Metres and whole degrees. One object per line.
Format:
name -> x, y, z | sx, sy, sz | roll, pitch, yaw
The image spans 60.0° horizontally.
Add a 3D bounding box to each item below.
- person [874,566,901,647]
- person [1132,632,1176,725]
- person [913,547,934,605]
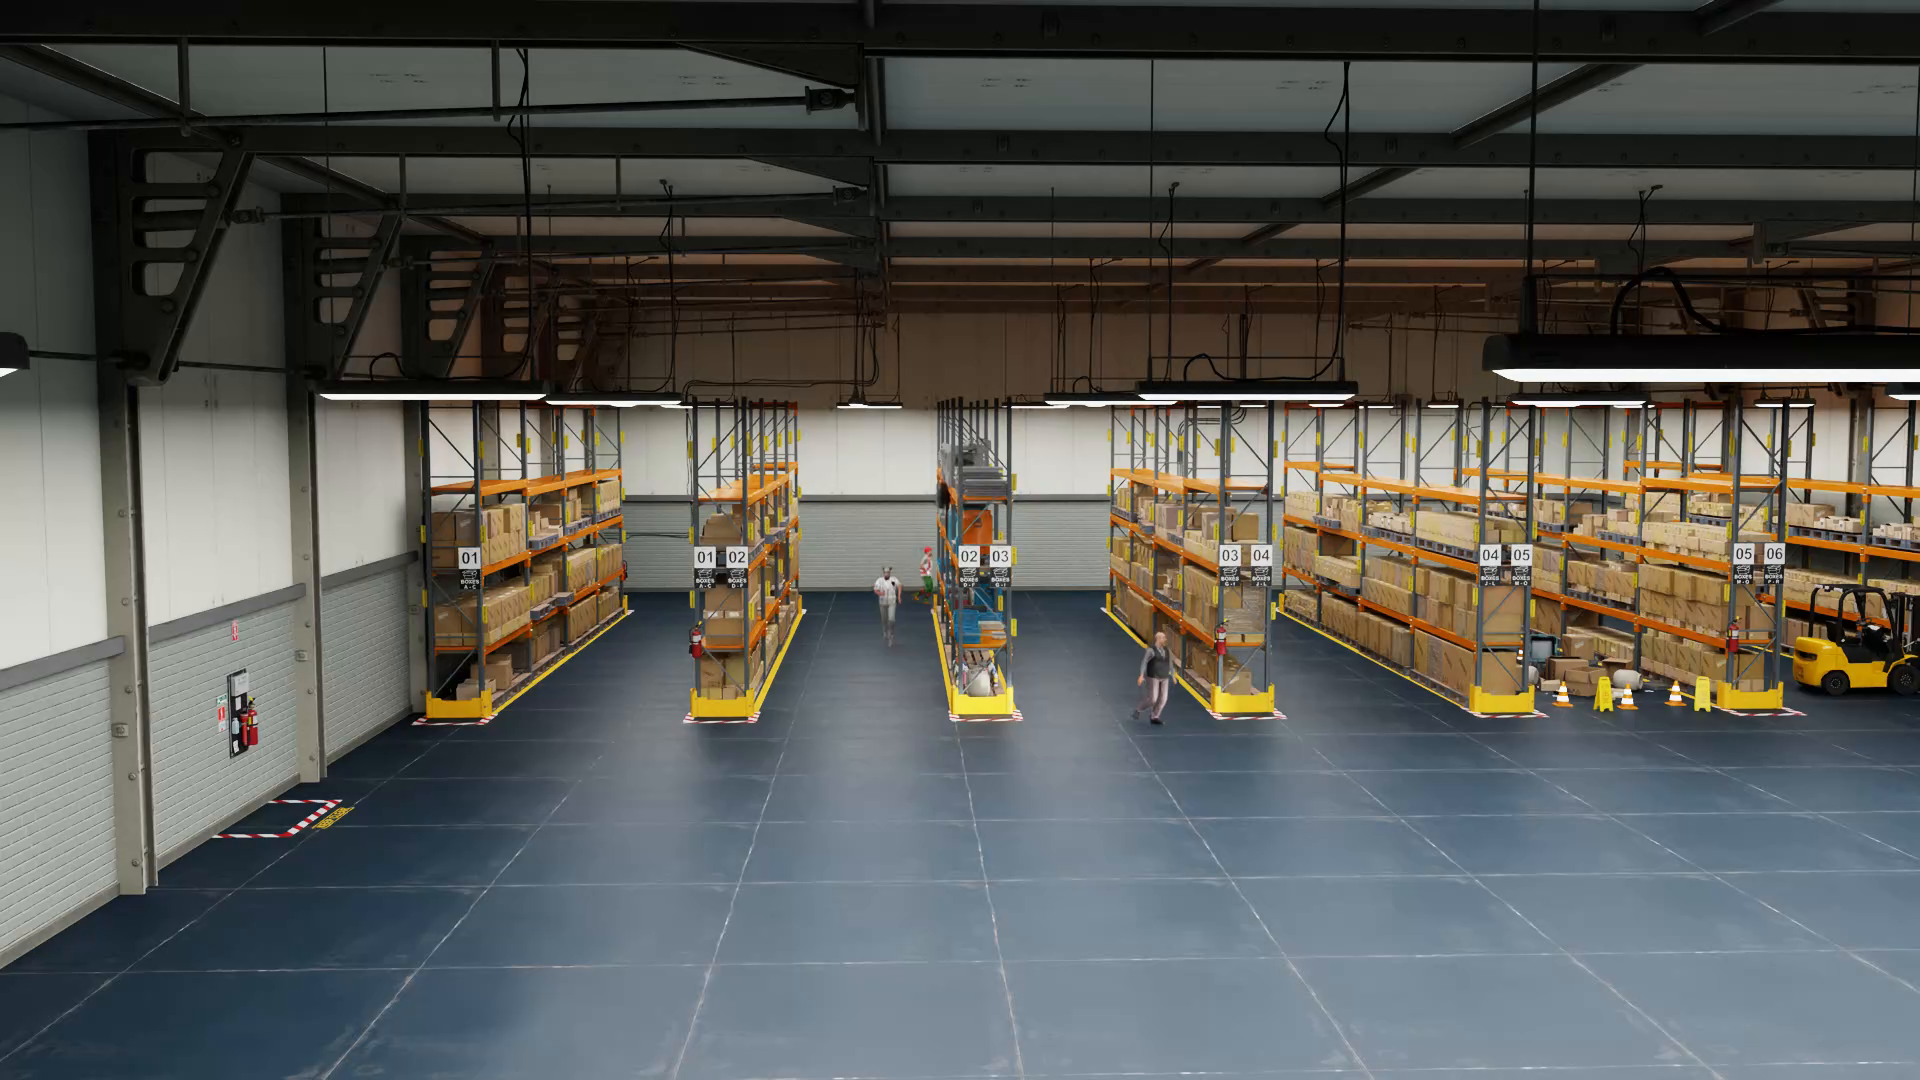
person -> -1.717, 1.562, 39.277 | 0.621, 1.906, 0.826 | 0, 4, 3
person -> 3.544, 2.528, 30.441 | 0.759, 1.686, 0.558 | -3, 5, -32
person -> -1.075, 1.053, 49.524 | 0.606, 1.717, 0.687 | 0, 4, 4
